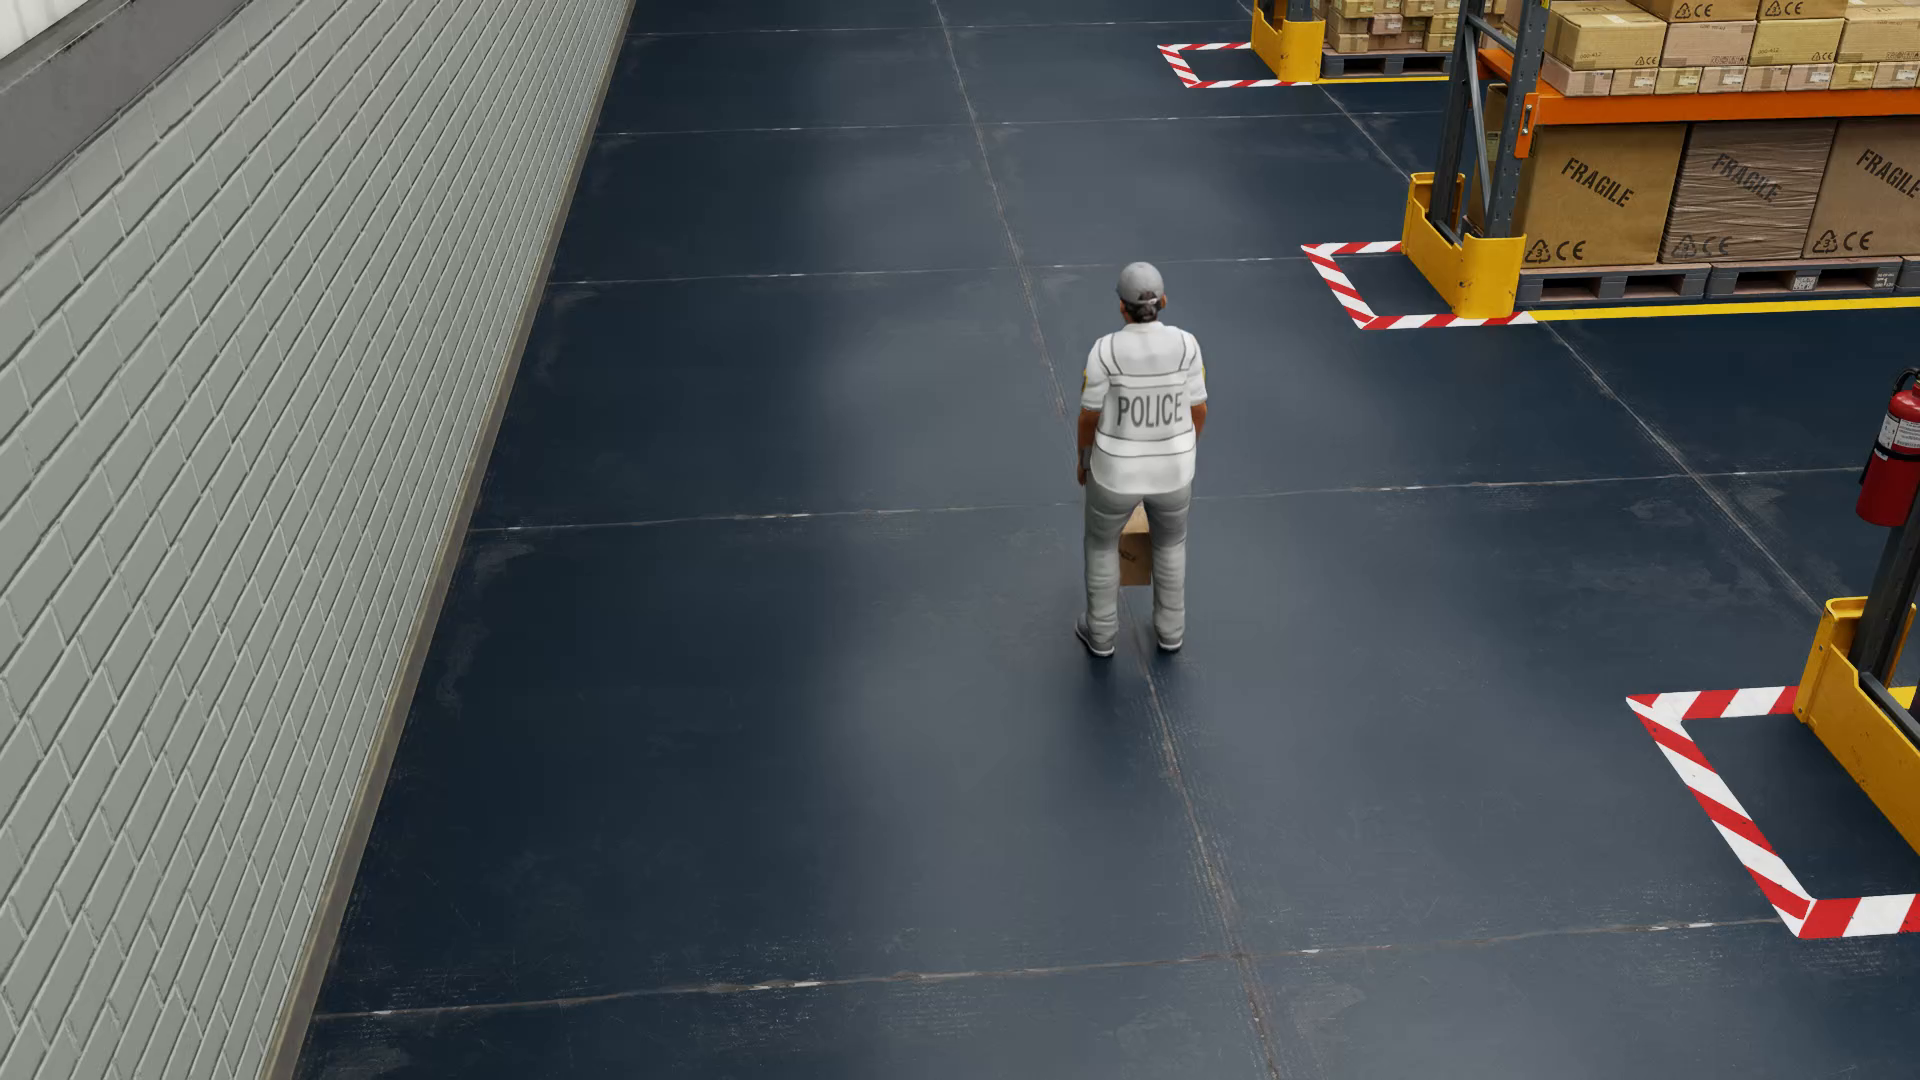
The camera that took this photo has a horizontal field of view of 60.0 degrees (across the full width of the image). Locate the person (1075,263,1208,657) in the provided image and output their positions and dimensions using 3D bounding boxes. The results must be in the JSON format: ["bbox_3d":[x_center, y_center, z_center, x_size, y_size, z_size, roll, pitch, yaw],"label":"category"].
[{"bbox_3d":[0.711,-0.295,6.611,0.532,1.668,0.439,-4,31,-6],"label":"person"}]
